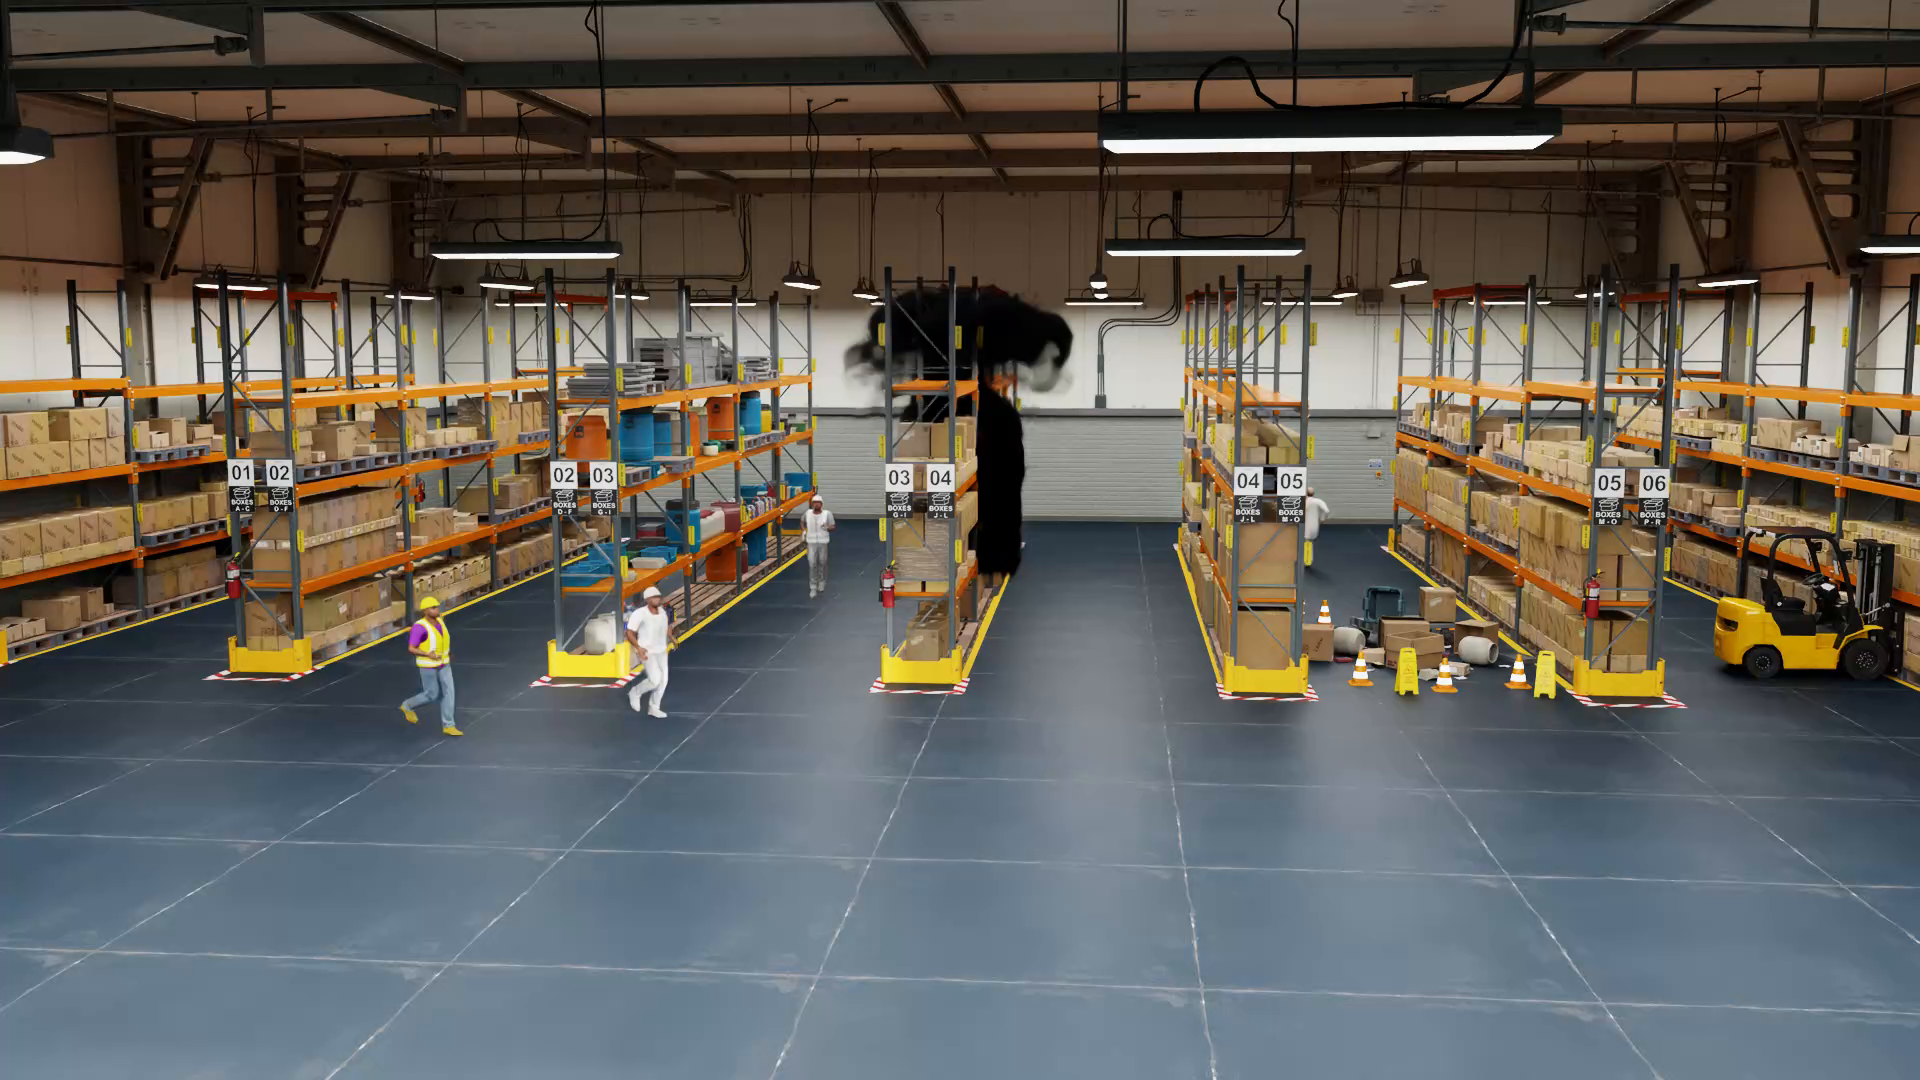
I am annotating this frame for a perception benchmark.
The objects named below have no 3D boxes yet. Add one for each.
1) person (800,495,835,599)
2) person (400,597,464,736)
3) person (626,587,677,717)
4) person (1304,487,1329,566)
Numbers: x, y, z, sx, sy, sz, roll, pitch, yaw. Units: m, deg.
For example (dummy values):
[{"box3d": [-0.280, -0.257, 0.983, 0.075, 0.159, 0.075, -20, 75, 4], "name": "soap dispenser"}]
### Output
[{"box3d": [-2.623, 0.106, 30.647, 0.661, 1.868, 0.724, 0, 7, -2], "name": "person"}, {"box3d": [-6.685, 1.592, 21.034, 0.915, 1.766, 0.699, 3, 8, 25], "name": "person"}, {"box3d": [-4.104, 1.475, 22.075, 0.577, 1.736, 0.718, 5, 8, 34], "name": "person"}, {"box3d": [7.641, -0.275, 36.299, 0.735, 1.758, 0.922, 0, 7, -4], "name": "person"}]
